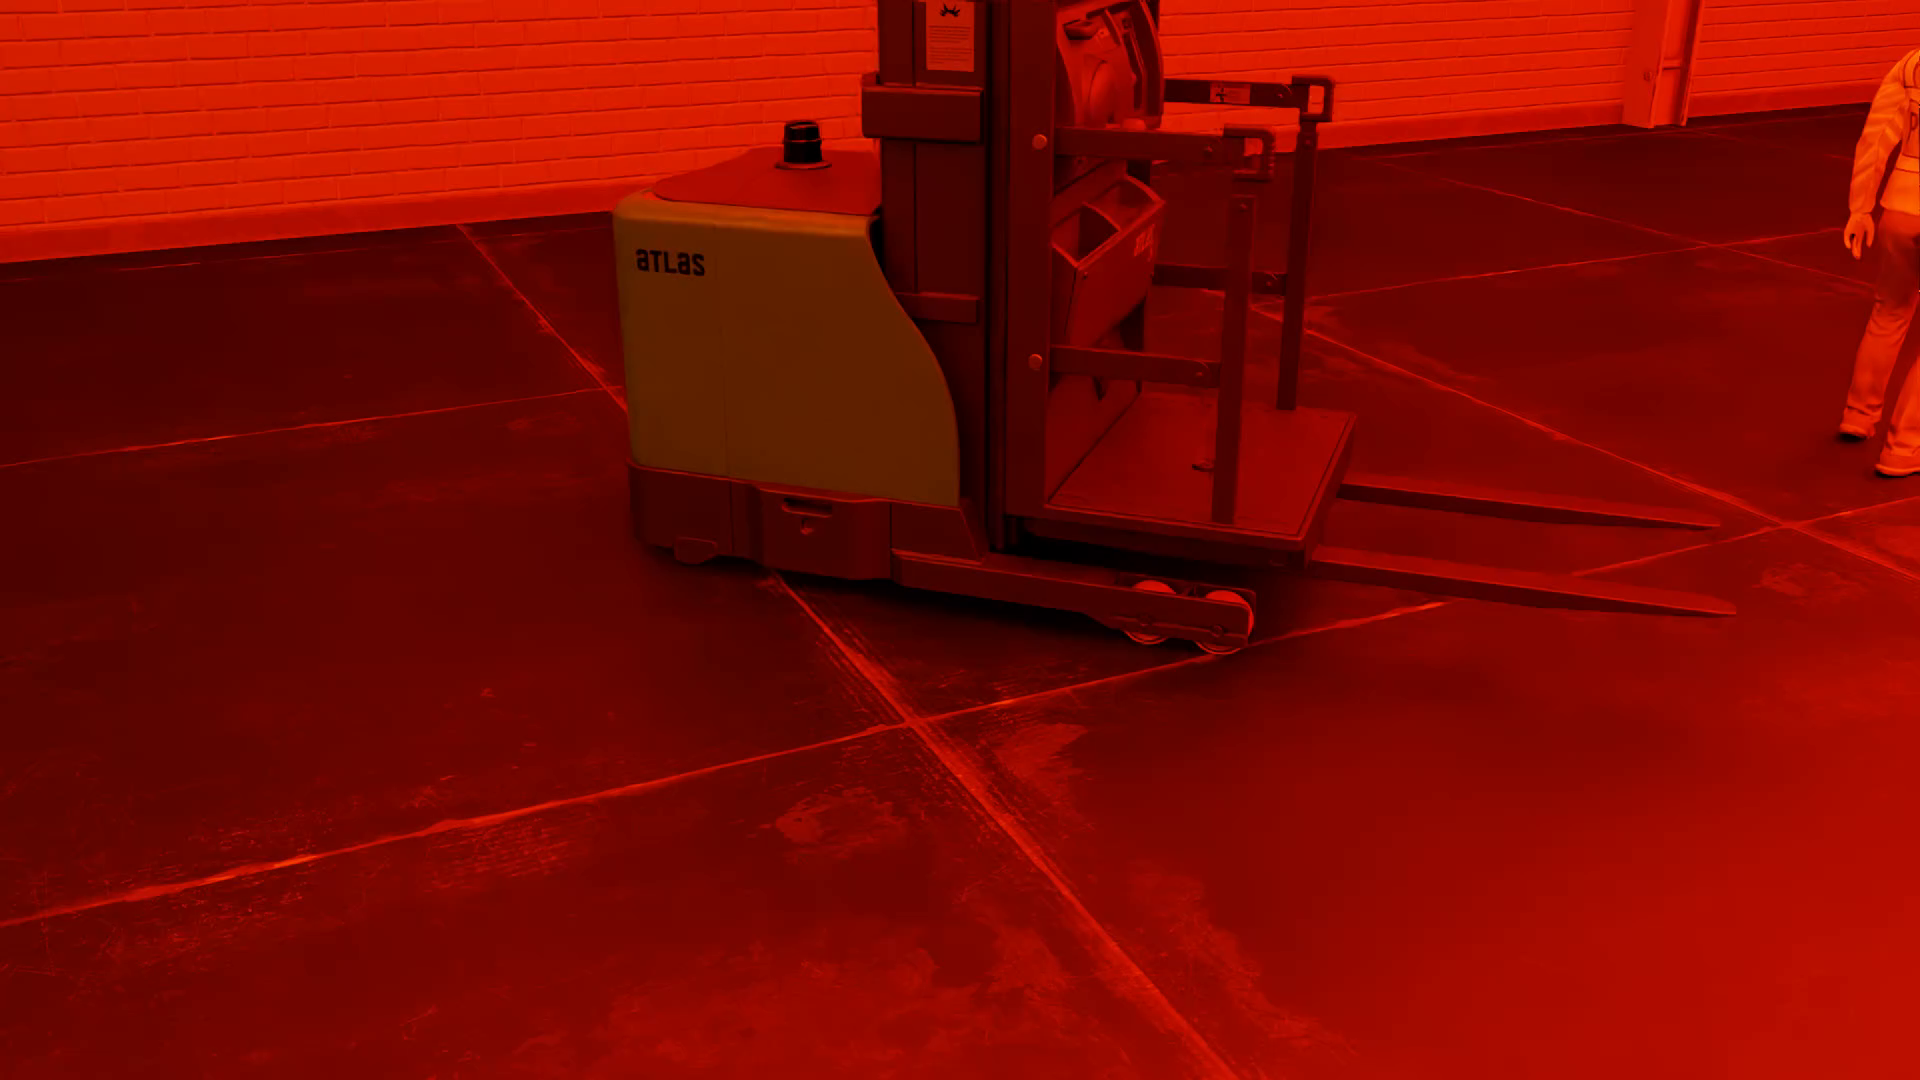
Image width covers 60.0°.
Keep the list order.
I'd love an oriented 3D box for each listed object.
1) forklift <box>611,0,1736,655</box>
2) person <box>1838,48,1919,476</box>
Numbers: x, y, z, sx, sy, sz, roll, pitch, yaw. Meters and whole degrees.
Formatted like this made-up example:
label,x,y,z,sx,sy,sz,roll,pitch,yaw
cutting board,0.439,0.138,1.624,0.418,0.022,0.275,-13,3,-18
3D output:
label,x,y,z,sx,sy,sz,roll,pitch,yaw
forklift,0.593,-1.280,4.367,3.031,2.935,1.130,8,24,18
person,3.270,-1.032,5.505,0.498,1.721,0.579,-15,27,-31
